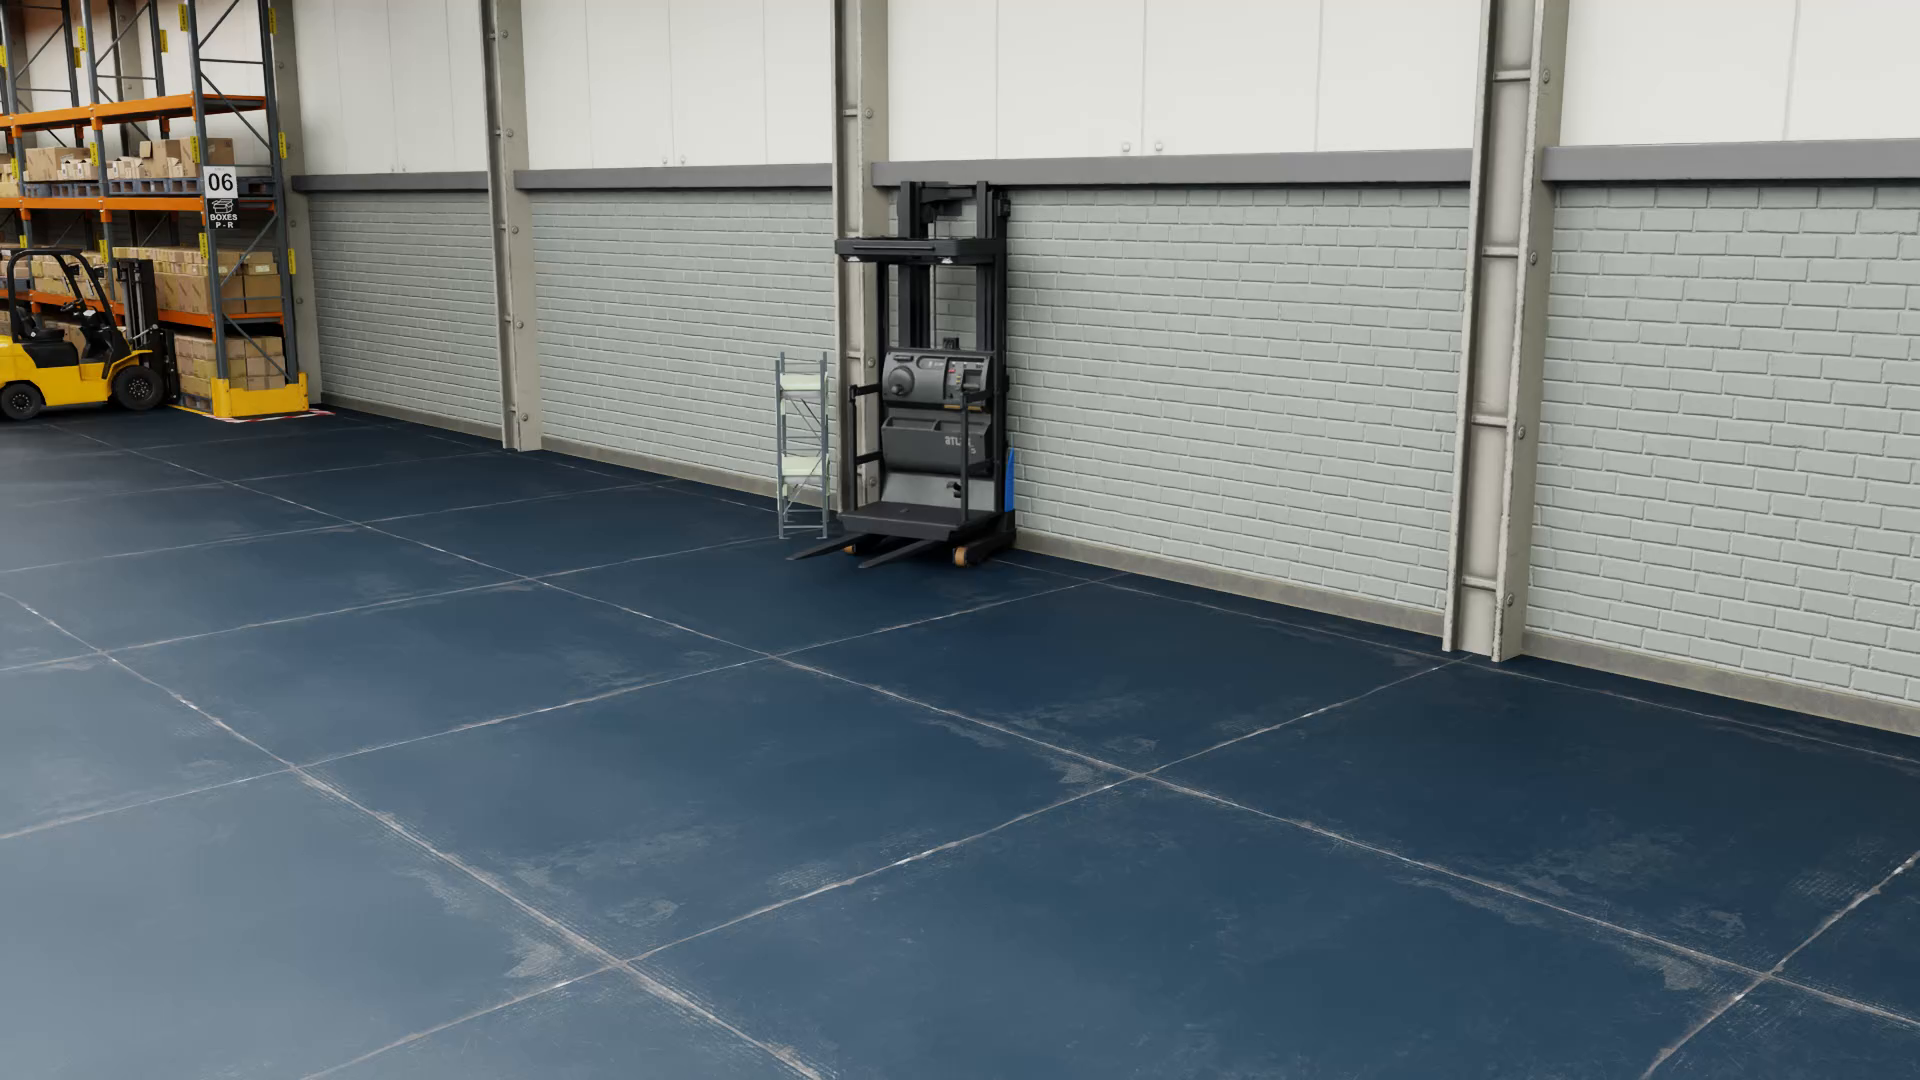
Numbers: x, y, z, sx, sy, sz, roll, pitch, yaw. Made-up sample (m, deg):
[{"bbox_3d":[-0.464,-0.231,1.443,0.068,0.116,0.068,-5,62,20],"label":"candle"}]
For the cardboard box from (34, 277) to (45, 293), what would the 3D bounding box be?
[{"bbox_3d":[-14.697,-4.161,27.045,0.500,0.250,0.500,-11,16,-42],"label":"cardboard box"}]

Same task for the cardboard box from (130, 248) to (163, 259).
[{"bbox_3d":[-11.527,-4.060,23.593,0.380,0.149,0.250,-10,16,-41],"label":"cardboard box"}]

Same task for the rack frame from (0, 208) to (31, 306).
[{"bbox_3d":[-17.589,-4.917,30.343,1.000,3.000,0.127,-11,16,-43],"label":"rack frame"}]

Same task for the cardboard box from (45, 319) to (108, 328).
[{"bbox_3d":[-14.406,-3.283,27.255,0.875,0.625,0.625,-10,15,-41],"label":"cardboard box"}]

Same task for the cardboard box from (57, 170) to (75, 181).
[{"bbox_3d":[-13.576,-5.581,25.466,0.380,0.149,0.250,-11,16,-43],"label":"cardboard box"}]

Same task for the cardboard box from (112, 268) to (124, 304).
[{"bbox_3d":[-11.947,-3.697,24.175,0.500,0.500,0.500,11,16,44],"label":"cardboard box"}]

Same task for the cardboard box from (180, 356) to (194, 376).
[{"bbox_3d":[-10.203,-2.371,22.523,0.500,0.250,0.500,-11,16,-43],"label":"cardboard box"}]

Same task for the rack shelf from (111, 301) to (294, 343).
[{"bbox_3d":[-10.683,-3.105,23.332,1.077,0.370,4.000,-11,16,-43],"label":"rack shelf"}]

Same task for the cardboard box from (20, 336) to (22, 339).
[{"bbox_3d":[-15.612,-3.421,28.235,0.500,0.500,0.500,-11,16,-43],"label":"cardboard box"}]

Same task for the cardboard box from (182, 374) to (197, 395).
[{"bbox_3d":[-10.191,-2.123,22.555,0.500,0.250,0.500,-11,16,-43],"label":"cardboard box"}]

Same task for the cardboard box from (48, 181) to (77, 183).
[{"bbox_3d":[-14.906,-6.011,27.602,0.380,0.149,0.250,-11,16,-42],"label":"cardboard box"}]

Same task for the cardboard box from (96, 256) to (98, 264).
[{"bbox_3d":[-12.783,-4.213,25.072,0.380,0.149,0.250,-11,16,-43],"label":"cardboard box"}]

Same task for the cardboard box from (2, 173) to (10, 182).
[{"bbox_3d":[-15.777,-6.055,27.817,0.380,0.149,0.250,-11,16,-43],"label":"cardboard box"}]

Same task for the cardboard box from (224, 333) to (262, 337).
[{"bbox_3d":[-9.845,-2.683,22.796,0.500,0.250,0.500,-11,16,-42],"label":"cardboard box"}]

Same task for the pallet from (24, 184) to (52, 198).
[{"bbox_3d":[-14.293,-5.623,26.805,1.213,0.211,1.003,-10,15,-40],"label":"pallet"}]

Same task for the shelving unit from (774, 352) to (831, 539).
[{"bbox_3d":[-1.334,-0.819,14.172,0.431,1.500,0.755,-1,12,-3],"label":"shelving unit"}]

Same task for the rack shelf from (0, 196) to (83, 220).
[{"bbox_3d":[-16.208,-5.742,28.696,1.077,0.370,4.000,-11,16,-43],"label":"rack shelf"}]

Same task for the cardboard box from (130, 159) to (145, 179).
[{"bbox_3d":[-11.259,-5.148,23.077,0.258,0.266,0.396,11,16,44],"label":"cardboard box"}]

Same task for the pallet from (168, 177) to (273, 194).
[{"bbox_3d":[-9.771,-4.698,22.067,1.003,0.211,1.213,-11,16,-43],"label":"pallet"}]

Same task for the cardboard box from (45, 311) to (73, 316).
[{"bbox_3d":[-15.691,-3.903,28.970,0.380,0.149,0.250,-11,16,-44],"label":"cardboard box"}]

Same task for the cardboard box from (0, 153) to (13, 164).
[{"bbox_3d":[-17.121,-6.797,29.606,0.396,0.266,0.258,-11,16,-43],"label":"cardboard box"}]

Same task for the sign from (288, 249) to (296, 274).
[{"bbox_3d":[-8.896,-3.705,22.118,0.100,0.325,0.005,-11,16,-43],"label":"sign"}]

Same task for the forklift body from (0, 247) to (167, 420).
[{"bbox_3d":[-11.931,-2.772,22.037,2.313,2.155,1.214,-11,16,-43],"label":"forklift body"}]

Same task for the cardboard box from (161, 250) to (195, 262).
[{"bbox_3d":[-10.656,-3.873,22.684,0.380,0.149,0.250,-10,16,-41],"label":"cardboard box"}]

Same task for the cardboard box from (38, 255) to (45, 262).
[{"bbox_3d":[-14.634,-4.573,26.821,0.380,0.149,0.250,-10,16,-41],"label":"cardboard box"}]

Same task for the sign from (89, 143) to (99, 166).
[{"bbox_3d":[-12.450,-5.549,23.915,0.100,0.325,0.005,-11,16,-43],"label":"sign"}]

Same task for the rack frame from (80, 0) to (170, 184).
[{"bbox_3d":[-12.064,-6.688,24.070,1.000,3.000,0.127,-11,16,-43],"label":"rack frame"}]

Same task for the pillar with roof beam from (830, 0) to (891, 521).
[{"bbox_3d":[-3.958,-3.980,10.927,9.100,9.000,0.400,-11,16,-43],"label":"pillar with roof beam"}]

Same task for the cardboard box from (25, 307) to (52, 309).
[{"bbox_3d":[-16.571,-4.097,29.909,0.250,0.149,0.380,11,16,42],"label":"cardboard box"}]

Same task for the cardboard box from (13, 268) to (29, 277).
[{"bbox_3d":[-15.558,-4.458,27.698,0.380,0.149,0.250,-11,16,-42],"label":"cardboard box"}]

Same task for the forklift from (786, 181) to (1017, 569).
[{"bbox_3d":[-0.286,-1.322,13.066,1.130,2.935,3.031,6,13,26],"label":"forklift"}]

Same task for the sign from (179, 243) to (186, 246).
[{"bbox_3d":[-11.664,-4.290,24.957,0.100,0.325,0.005,-11,16,-43],"label":"sign"}]

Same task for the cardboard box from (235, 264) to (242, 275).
[{"bbox_3d":[-9.565,-3.645,22.314,0.380,0.149,0.250,-11,16,-43],"label":"cardboard box"}]

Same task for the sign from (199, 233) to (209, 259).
[{"bbox_3d":[-9.704,-3.775,21.344,0.100,0.325,0.005,-11,16,-43],"label":"sign"}]

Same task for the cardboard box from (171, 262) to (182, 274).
[{"bbox_3d":[-10.458,-3.693,22.549,0.250,0.149,0.380,11,16,43],"label":"cardboard box"}]

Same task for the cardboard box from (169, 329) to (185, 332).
[{"bbox_3d":[-11.259,-2.837,23.541,0.500,0.250,0.500,-10,15,-41],"label":"cardboard box"}]

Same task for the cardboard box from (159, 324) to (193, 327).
[{"bbox_3d":[-11.585,-3.053,24.592,0.500,0.250,0.500,-10,16,-41],"label":"cardboard box"}]

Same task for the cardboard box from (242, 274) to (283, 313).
[{"bbox_3d":[-9.443,-3.325,22.371,0.500,0.500,0.500,-10,15,-41],"label":"cardboard box"}]

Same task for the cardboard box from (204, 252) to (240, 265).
[{"bbox_3d":[-9.702,-3.701,21.848,0.380,0.149,0.250,-11,16,-42],"label":"cardboard box"}]

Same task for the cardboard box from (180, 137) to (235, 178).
[{"bbox_3d":[-9.784,-4.969,21.626,0.500,0.500,0.500,-10,15,-41],"label":"cardboard box"}]

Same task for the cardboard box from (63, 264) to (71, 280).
[{"bbox_3d":[-13.632,-4.182,25.911,0.500,0.250,0.500,-11,16,-42],"label":"cardboard box"}]

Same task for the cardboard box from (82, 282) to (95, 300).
[{"bbox_3d":[-12.953,-3.785,25.223,0.500,0.250,0.500,-11,16,-43],"label":"cardboard box"}]

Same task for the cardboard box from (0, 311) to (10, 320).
[{"bbox_3d":[-16.587,-3.945,29.171,0.380,0.149,0.250,-10,15,-41],"label":"cardboard box"}]
